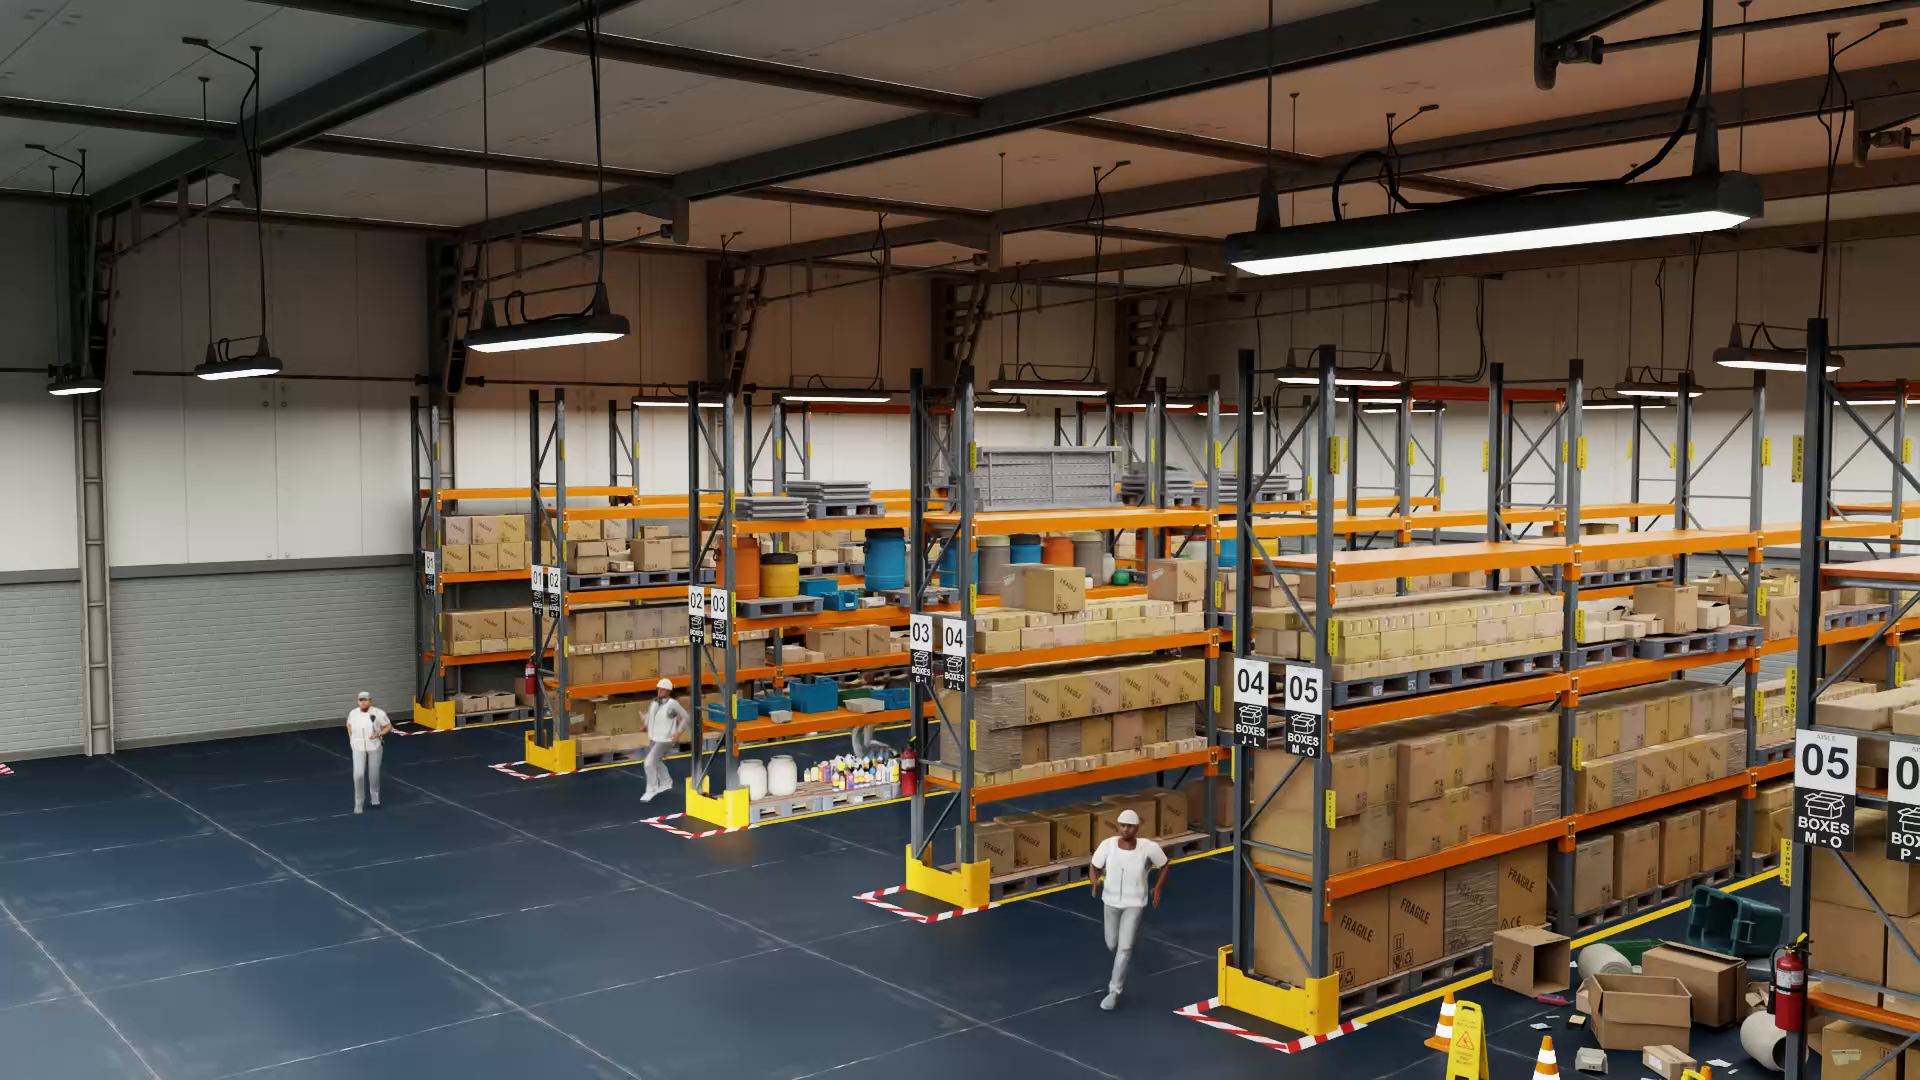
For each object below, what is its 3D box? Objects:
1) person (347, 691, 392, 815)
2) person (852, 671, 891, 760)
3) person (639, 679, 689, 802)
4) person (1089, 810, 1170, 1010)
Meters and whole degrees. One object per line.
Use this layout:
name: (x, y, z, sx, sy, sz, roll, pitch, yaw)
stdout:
person: (-8.292, 2.975, 23.359, 0.627, 1.741, 0.689, -1, 3, -10)
person: (-1.452, 2.839, 26.144, 0.746, 1.563, 0.547, -2, 4, -36)
person: (-4.305, 2.887, 24.005, 0.695, 1.794, 0.692, 3, 5, 42)
person: (1.537, 3.375, 15.436, 0.733, 1.754, 0.983, 1, 4, 22)
